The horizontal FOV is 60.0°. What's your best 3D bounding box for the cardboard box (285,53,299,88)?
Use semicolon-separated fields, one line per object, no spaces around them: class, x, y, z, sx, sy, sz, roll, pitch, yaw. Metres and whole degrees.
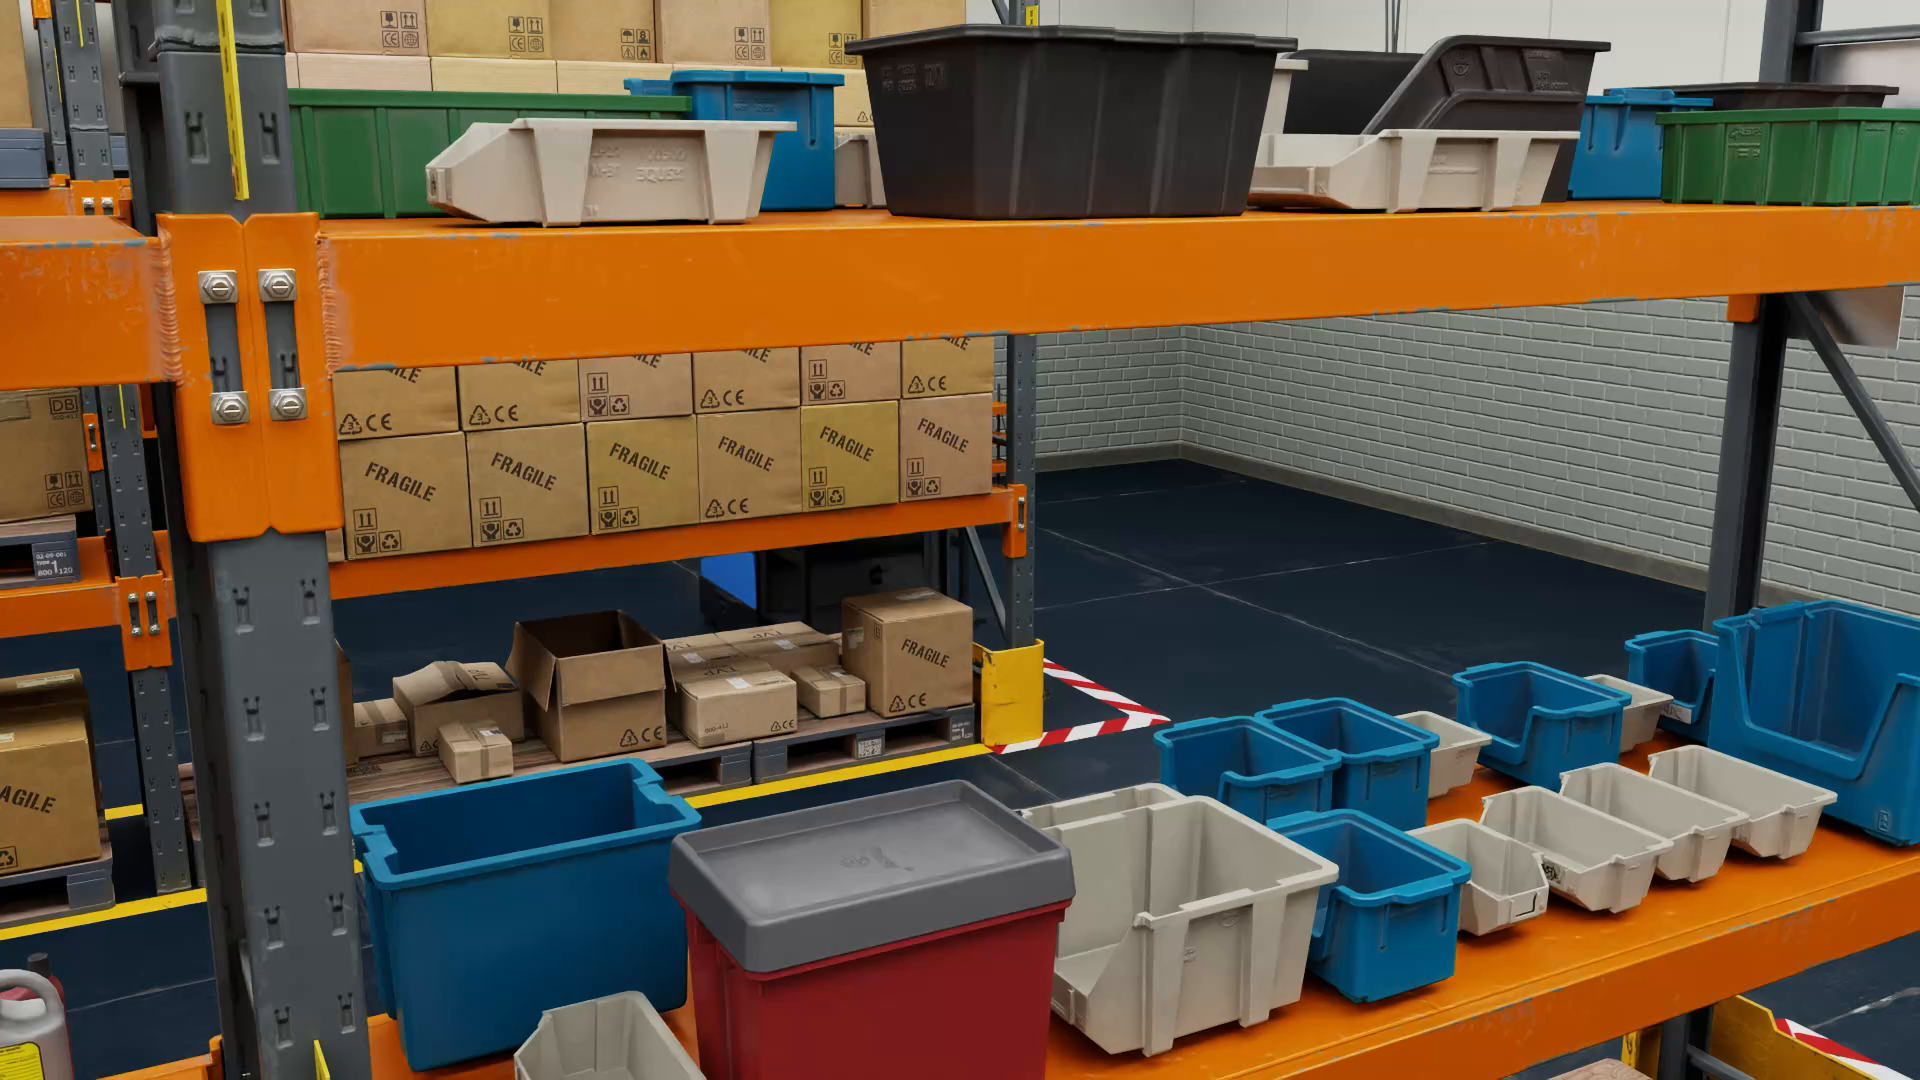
cardboard box;-2.877;-1.764;6.488;0.500;0.250;0.500;-7;14;-28

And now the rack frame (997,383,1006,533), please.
rack frame;0.359;-0.628;13.169;0.015;1.200;0.240;-7;14;-28

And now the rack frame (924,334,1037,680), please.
rack frame;0.088;-0.548;8.711;0.127;3.000;1.000;-7;14;-28

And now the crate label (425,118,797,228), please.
crate label;-0.485;-0.502;2.279;0.466;0.136;0.293;-7;14;-28

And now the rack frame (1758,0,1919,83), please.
rack frame;2.458;-2.519;3.809;0.127;3.000;1.000;-7;14;-28

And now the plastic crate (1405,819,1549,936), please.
plastic crate;1.084;0.724;3.525;0.250;0.136;0.298;-7;14;-28

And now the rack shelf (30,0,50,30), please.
rack shelf;-7.555;-3.251;9.610;4.000;0.370;1.077;-7;14;-28

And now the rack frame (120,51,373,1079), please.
rack frame;-1.053;0.828;2.598;0.127;3.000;1.000;-7;14;-28

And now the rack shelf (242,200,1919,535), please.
rack shelf;0.703;-0.495;3.282;4.000;0.370;1.077;-7;14;-28

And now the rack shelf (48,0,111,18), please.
rack shelf;-4.044;-3.672;11.480;4.000;0.370;1.077;-7;14;-28

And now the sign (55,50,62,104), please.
sign;-5.531;-2.847;10.200;0.005;0.325;0.100;-7;14;-28

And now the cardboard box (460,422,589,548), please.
cardboard box;-1.957;-0.283;7.309;0.500;0.500;0.500;-7;14;-28

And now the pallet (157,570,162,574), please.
pallet;-5.095;0.214;11.676;1.213;0.211;1.003;-7;14;-28

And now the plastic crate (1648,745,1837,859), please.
plastic crate;1.829;0.627;3.954;0.243;0.136;0.396;-7;14;-28

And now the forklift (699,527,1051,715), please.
forklift;-0.540;-0.676;9.435;1.130;2.935;3.031;-7;14;-28

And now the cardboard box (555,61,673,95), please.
cardboard box;-1.556;-1.920;7.181;0.500;0.250;0.500;-7;14;-28

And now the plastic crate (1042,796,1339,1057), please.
plastic crate;0.376;0.732;3.160;0.530;0.282;0.437;-7;14;-28

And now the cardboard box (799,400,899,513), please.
cardboard box;-0.628;-0.442;8.012;0.500;0.500;0.500;-7;14;-27

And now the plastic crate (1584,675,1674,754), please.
plastic crate;1.762;0.487;4.577;0.298;0.136;0.250;-7;14;-28

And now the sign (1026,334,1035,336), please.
sign;0.336;-1.158;8.064;0.005;0.325;0.100;-7;14;-28

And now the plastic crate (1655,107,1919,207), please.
plastic crate;1.729;-0.794;3.456;0.336;0.188;0.450;-7;14;-28

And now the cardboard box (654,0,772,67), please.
cardboard box;-1.222;-2.381;7.520;0.500;0.500;0.700;-7;14;-28

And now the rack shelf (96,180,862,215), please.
rack shelf;-1.668;-1.450;7.526;4.000;0.370;1.077;-7;14;-28

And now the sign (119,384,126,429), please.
sign;-3.154;-0.585;6.240;0.005;0.325;0.100;-7;14;-28

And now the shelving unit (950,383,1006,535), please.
shelving unit;0.145;-0.603;13.055;0.503;1.200;0.258;-7;14;-28

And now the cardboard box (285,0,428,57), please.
cardboard box;-2.508;-2.211;6.763;0.500;0.500;0.700;-7;14;-28

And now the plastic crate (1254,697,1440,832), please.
plastic crate;0.928;0.561;4.030;0.300;0.233;0.416;-7;14;-28

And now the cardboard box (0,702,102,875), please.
cardboard box;-3.719;0.985;6.591;0.500;0.500;0.500;-7;14;-28

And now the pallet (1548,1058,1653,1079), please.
pallet;1.716;1.847;4.421;1.213;0.211;1.003;-7;14;-28

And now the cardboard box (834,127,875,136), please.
cardboard box;-0.681;-1.783;7.708;0.500;0.250;0.500;-7;14;-28

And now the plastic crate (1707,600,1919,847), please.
plastic crate;2.254;0.432;4.140;0.499;0.435;0.616;-7;14;-28

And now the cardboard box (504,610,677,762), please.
cardboard box;-1.776;0.678;7.949;0.637;0.503;0.797;-7;14;-28

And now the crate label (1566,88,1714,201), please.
crate label;1.493;-0.949;4.000;0.502;0.251;0.408;-7;14;-28

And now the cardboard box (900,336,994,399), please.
cardboard box;-0.171;-0.984;8.147;0.500;0.500;0.500;-7;14;-28

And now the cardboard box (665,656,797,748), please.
cardboard box;-1.120;0.778;8.081;0.500;0.250;0.500;-7;14;-28

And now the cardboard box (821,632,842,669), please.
cardboard box;-0.664;0.624;8.955;0.250;0.166;0.380;-7;14;-28

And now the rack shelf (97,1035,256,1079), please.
rack shelf;-2.808;1.389;1.742;4.000;0.370;1.077;-7;14;-28

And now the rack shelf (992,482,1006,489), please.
rack shelf;0.145;-0.343;13.113;0.480;0.148;0.258;-7;14;-28

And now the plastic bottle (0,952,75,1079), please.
plastic bottle;-1.579;0.841;2.804;0.133;0.283;0.061;-7;14;-28

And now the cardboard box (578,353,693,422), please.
cardboard box;-1.518;-0.822;7.423;0.500;0.500;0.500;-6;14;-26

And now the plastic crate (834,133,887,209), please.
plastic crate;-0.119;-0.714;3.218;0.466;0.136;0.293;-7;14;-28

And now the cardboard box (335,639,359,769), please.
cardboard box;-3.059;0.763;7.576;0.500;0.500;0.500;-7;14;-28

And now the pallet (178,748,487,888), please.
pallet;-2.820;1.162;7.467;1.213;0.211;1.003;-7;14;-28
